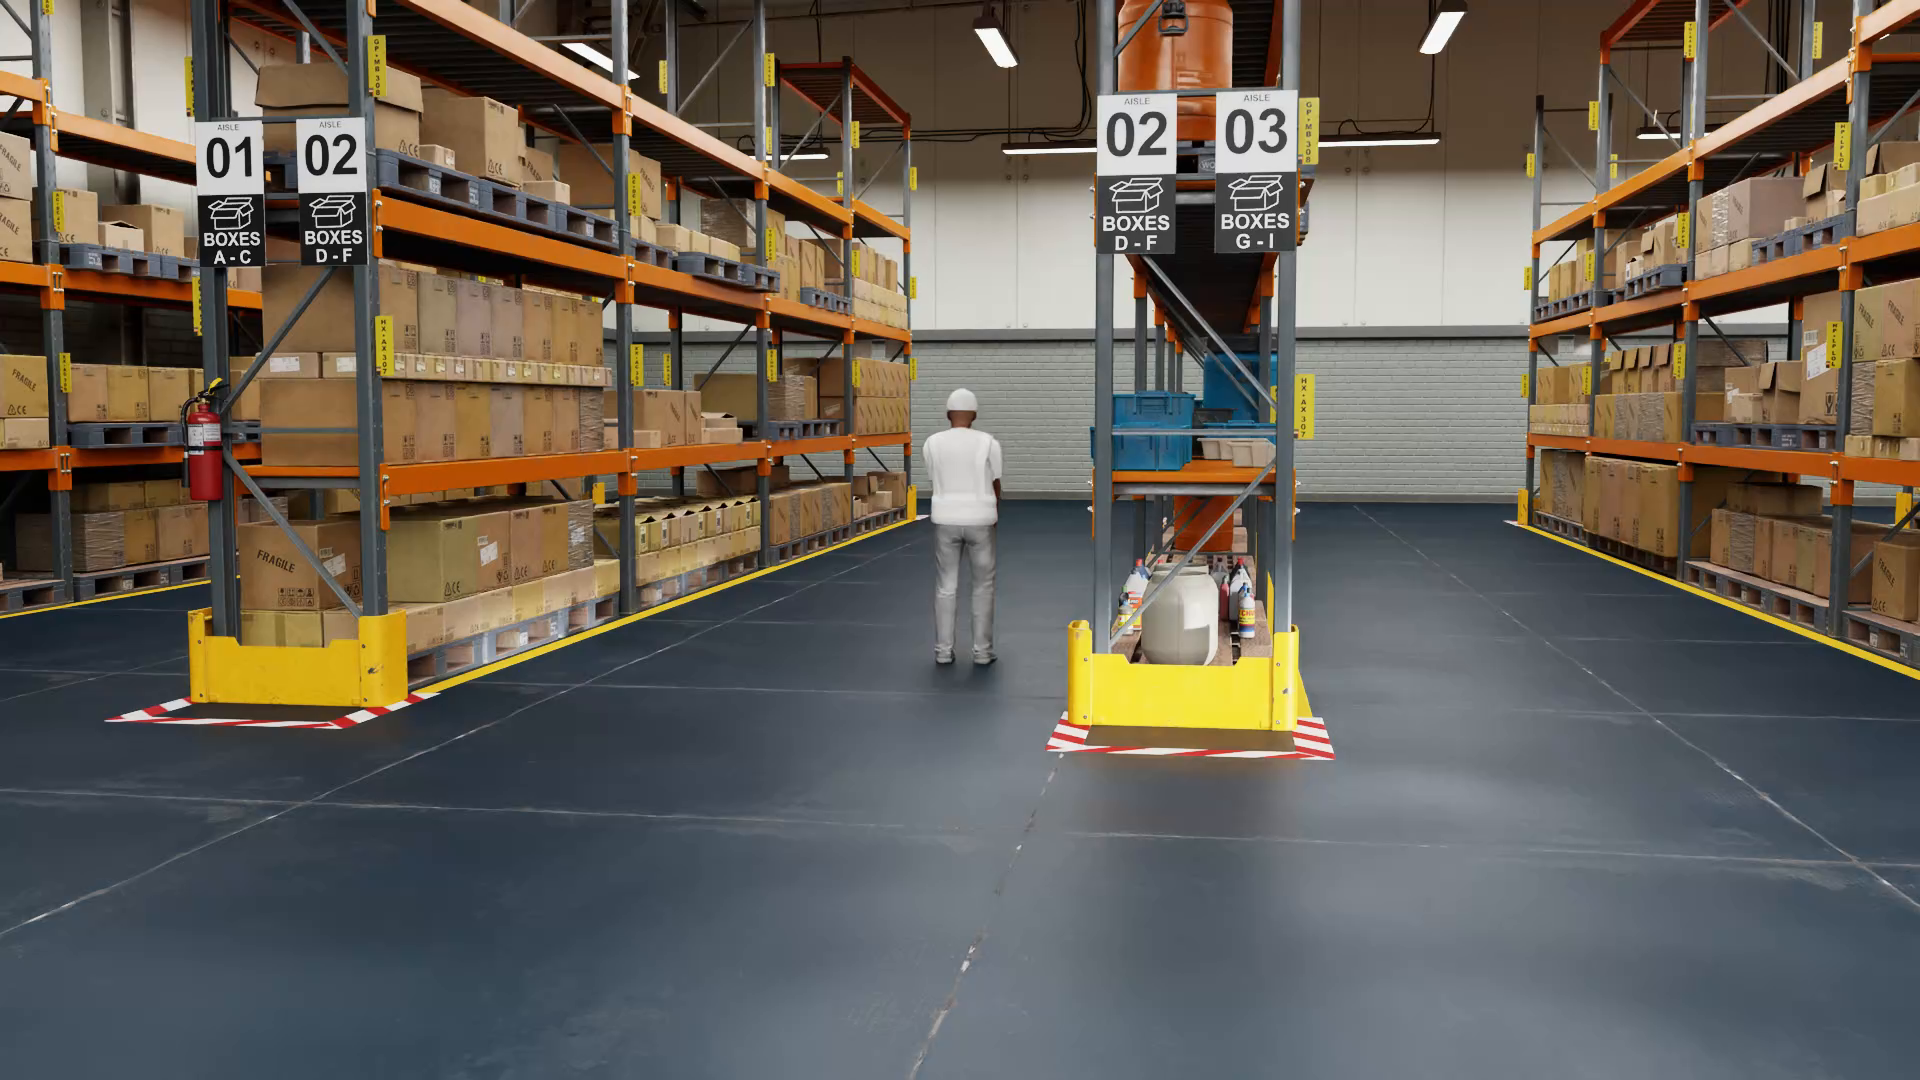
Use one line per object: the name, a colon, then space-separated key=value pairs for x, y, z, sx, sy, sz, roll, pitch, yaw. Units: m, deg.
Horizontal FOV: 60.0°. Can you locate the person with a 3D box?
person: x=0.031 y=-0.100 z=10.797 sx=0.505 sy=1.763 sz=0.563 roll=1 pitch=4 yaw=8
